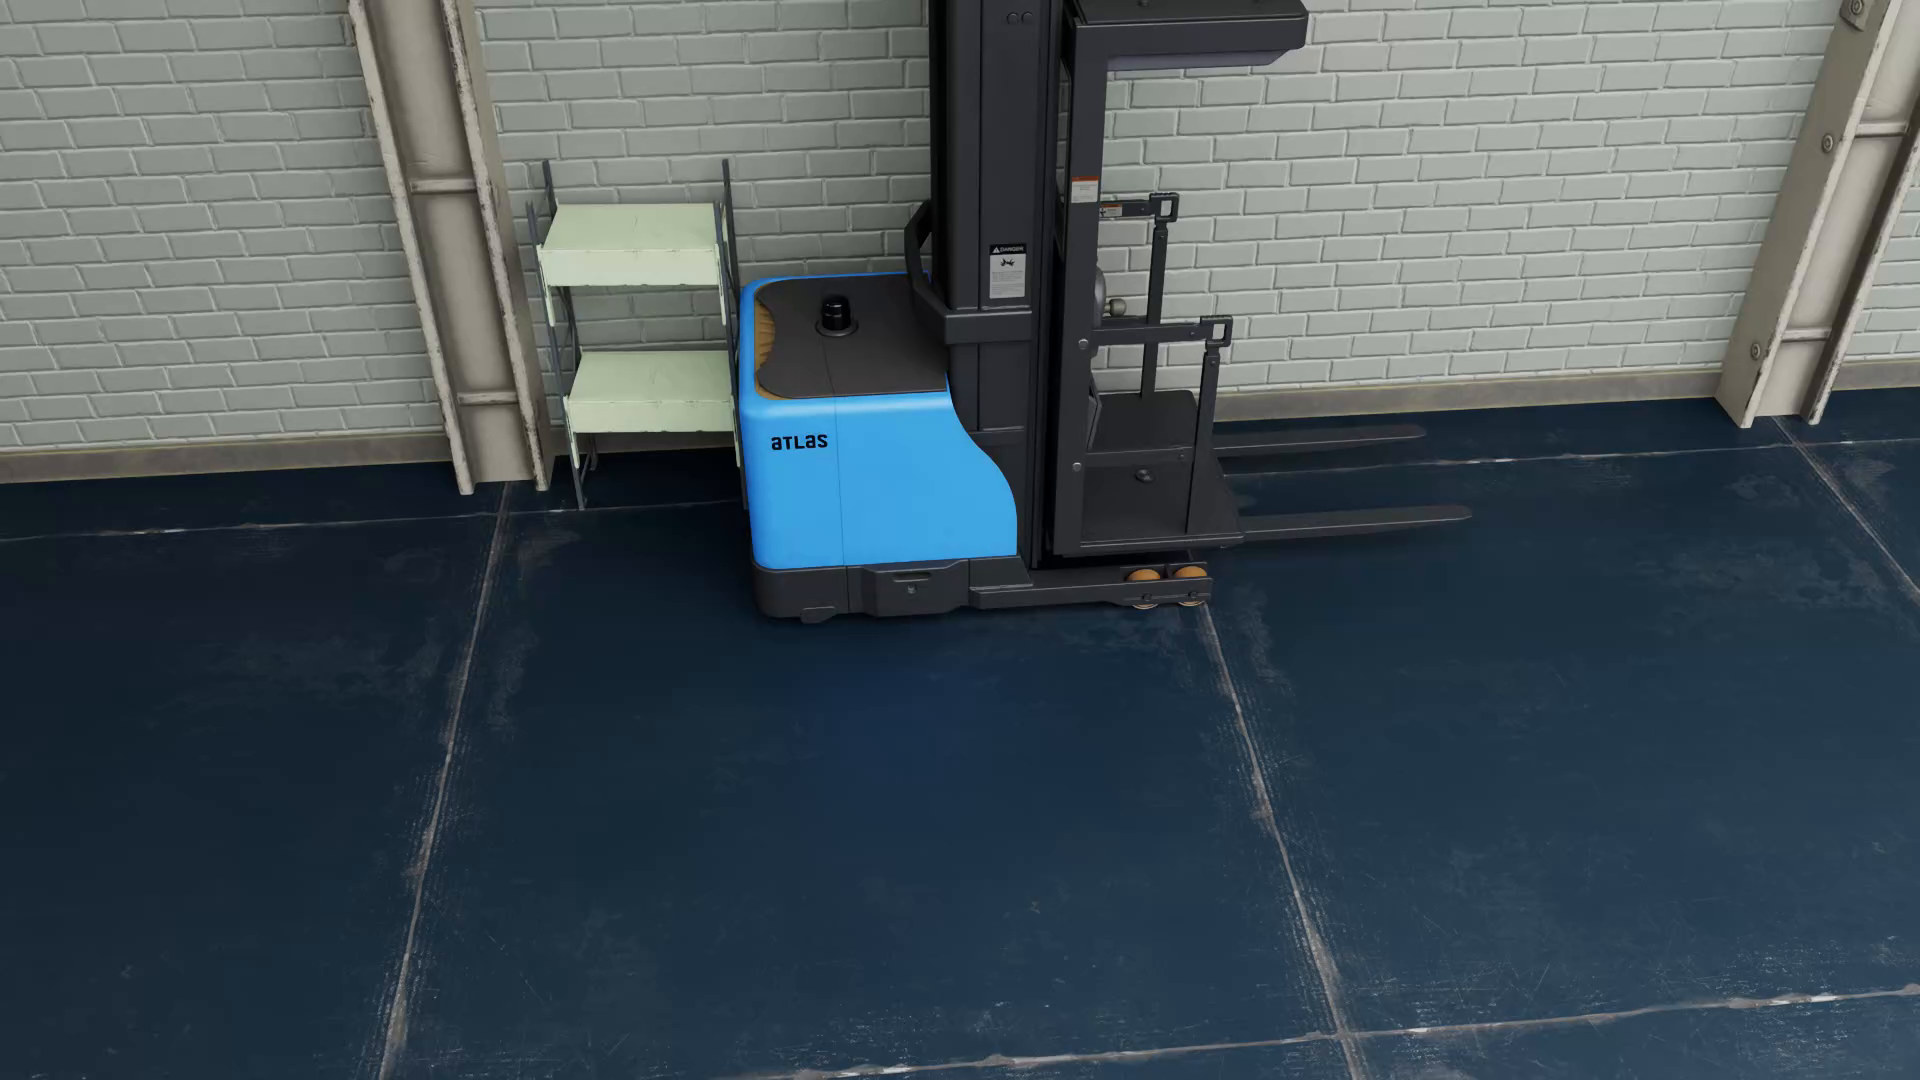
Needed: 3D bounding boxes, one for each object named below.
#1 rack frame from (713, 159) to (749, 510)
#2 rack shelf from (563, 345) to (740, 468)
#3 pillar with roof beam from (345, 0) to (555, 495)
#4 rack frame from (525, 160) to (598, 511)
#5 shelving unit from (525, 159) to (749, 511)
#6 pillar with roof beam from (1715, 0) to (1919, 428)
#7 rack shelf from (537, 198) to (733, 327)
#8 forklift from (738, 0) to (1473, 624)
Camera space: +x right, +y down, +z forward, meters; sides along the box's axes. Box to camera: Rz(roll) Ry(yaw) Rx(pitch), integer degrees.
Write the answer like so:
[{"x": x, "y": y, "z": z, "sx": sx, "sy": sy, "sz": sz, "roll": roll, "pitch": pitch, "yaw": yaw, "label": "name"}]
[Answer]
[{"x": -0.957, "y": -0.848, "z": 7.114, "sx": 0.023, "sy": 1.500, "sz": 0.400, "roll": -1, "pitch": 38, "yaw": -1, "label": "rack frame"}, {"x": -1.323, "y": -0.589, "z": 7.312, "sx": 0.720, "sy": 0.370, "sz": 0.431, "roll": -1, "pitch": 38, "yaw": -1, "label": "rack shelf"}, {"x": -1.694, "y": -1.187, "z": 1.490, "sx": 0.400, "sy": 9.000, "sz": 9.100, "roll": -3, "pitch": 38, "yaw": -4, "label": "pillar with roof beam"}, {"x": -1.689, "y": -0.841, "z": 7.105, "sx": 0.023, "sy": 1.500, "sz": 0.400, "roll": -1, "pitch": 38, "yaw": -1, "label": "rack frame"}, {"x": -1.323, "y": -0.845, "z": 7.110, "sx": 0.755, "sy": 1.500, "sz": 0.431, "roll": -1, "pitch": 38, "yaw": -1, "label": "shelving unit"}, {"x": 4.283, "y": -1.516, "z": 1.907, "sx": 0.400, "sy": 9.000, "sz": 9.100, "roll": -3, "pitch": 38, "yaw": -4, "label": "pillar with roof beam"}, {"x": -1.323, "y": -1.151, "z": 6.868, "sx": 0.720, "sy": 0.370, "sz": 0.431, "roll": -1, "pitch": 38, "yaw": -1, "label": "rack shelf"}, {"x": 0.627, "y": -1.189, "z": 6.391, "sx": 3.031, "sy": 2.935, "sz": 1.130, "roll": -4, "pitch": 38, "yaw": -4, "label": "forklift"}]
